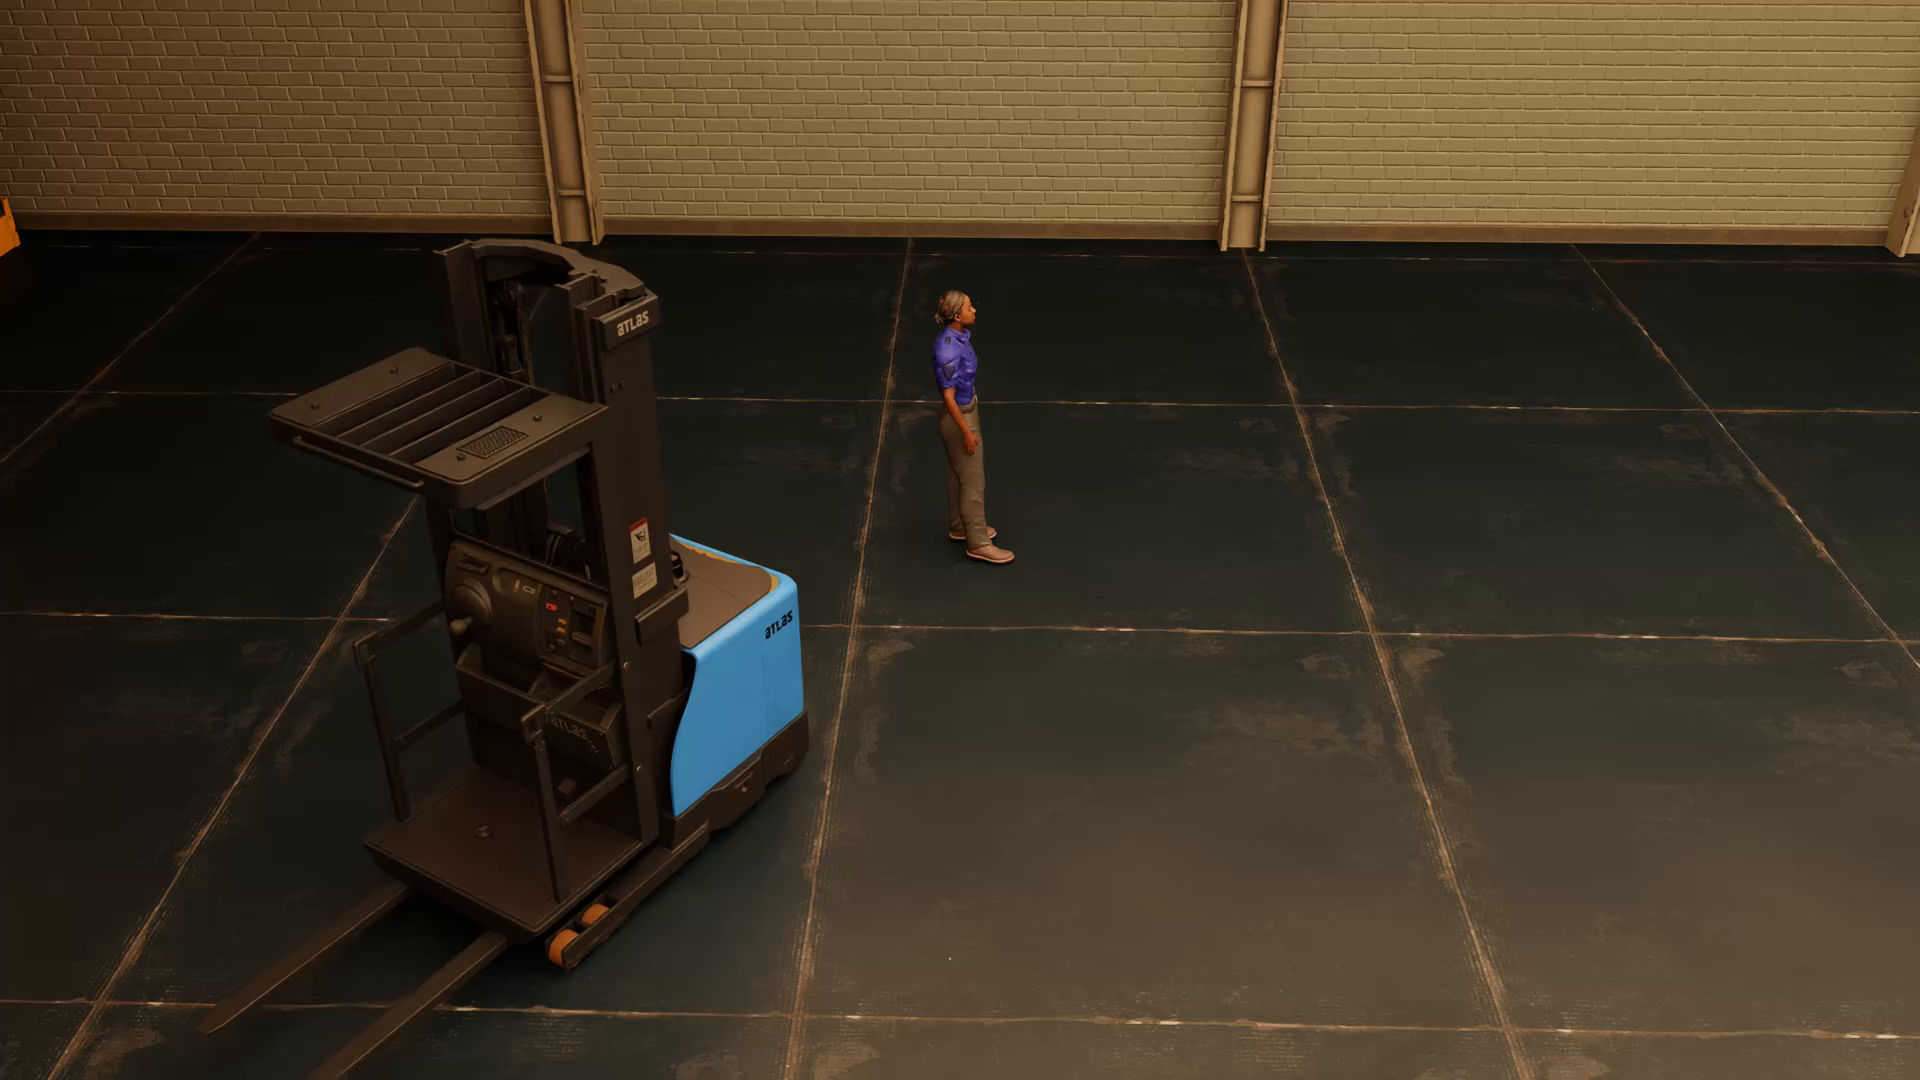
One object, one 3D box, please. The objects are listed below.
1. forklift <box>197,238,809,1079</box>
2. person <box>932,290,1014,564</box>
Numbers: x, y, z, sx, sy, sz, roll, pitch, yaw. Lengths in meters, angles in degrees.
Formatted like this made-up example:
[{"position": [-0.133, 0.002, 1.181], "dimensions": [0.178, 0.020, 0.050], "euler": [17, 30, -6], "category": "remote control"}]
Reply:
[{"position": [-1.991, 0.346, 7.028], "dimensions": [1.130, 2.935, 3.031], "euler": [18, 35, 28], "category": "forklift"}, {"position": [0.087, -0.707, 10.057], "dimensions": [0.504, 1.654, 0.569], "euler": [1, 31, 1], "category": "person"}]
